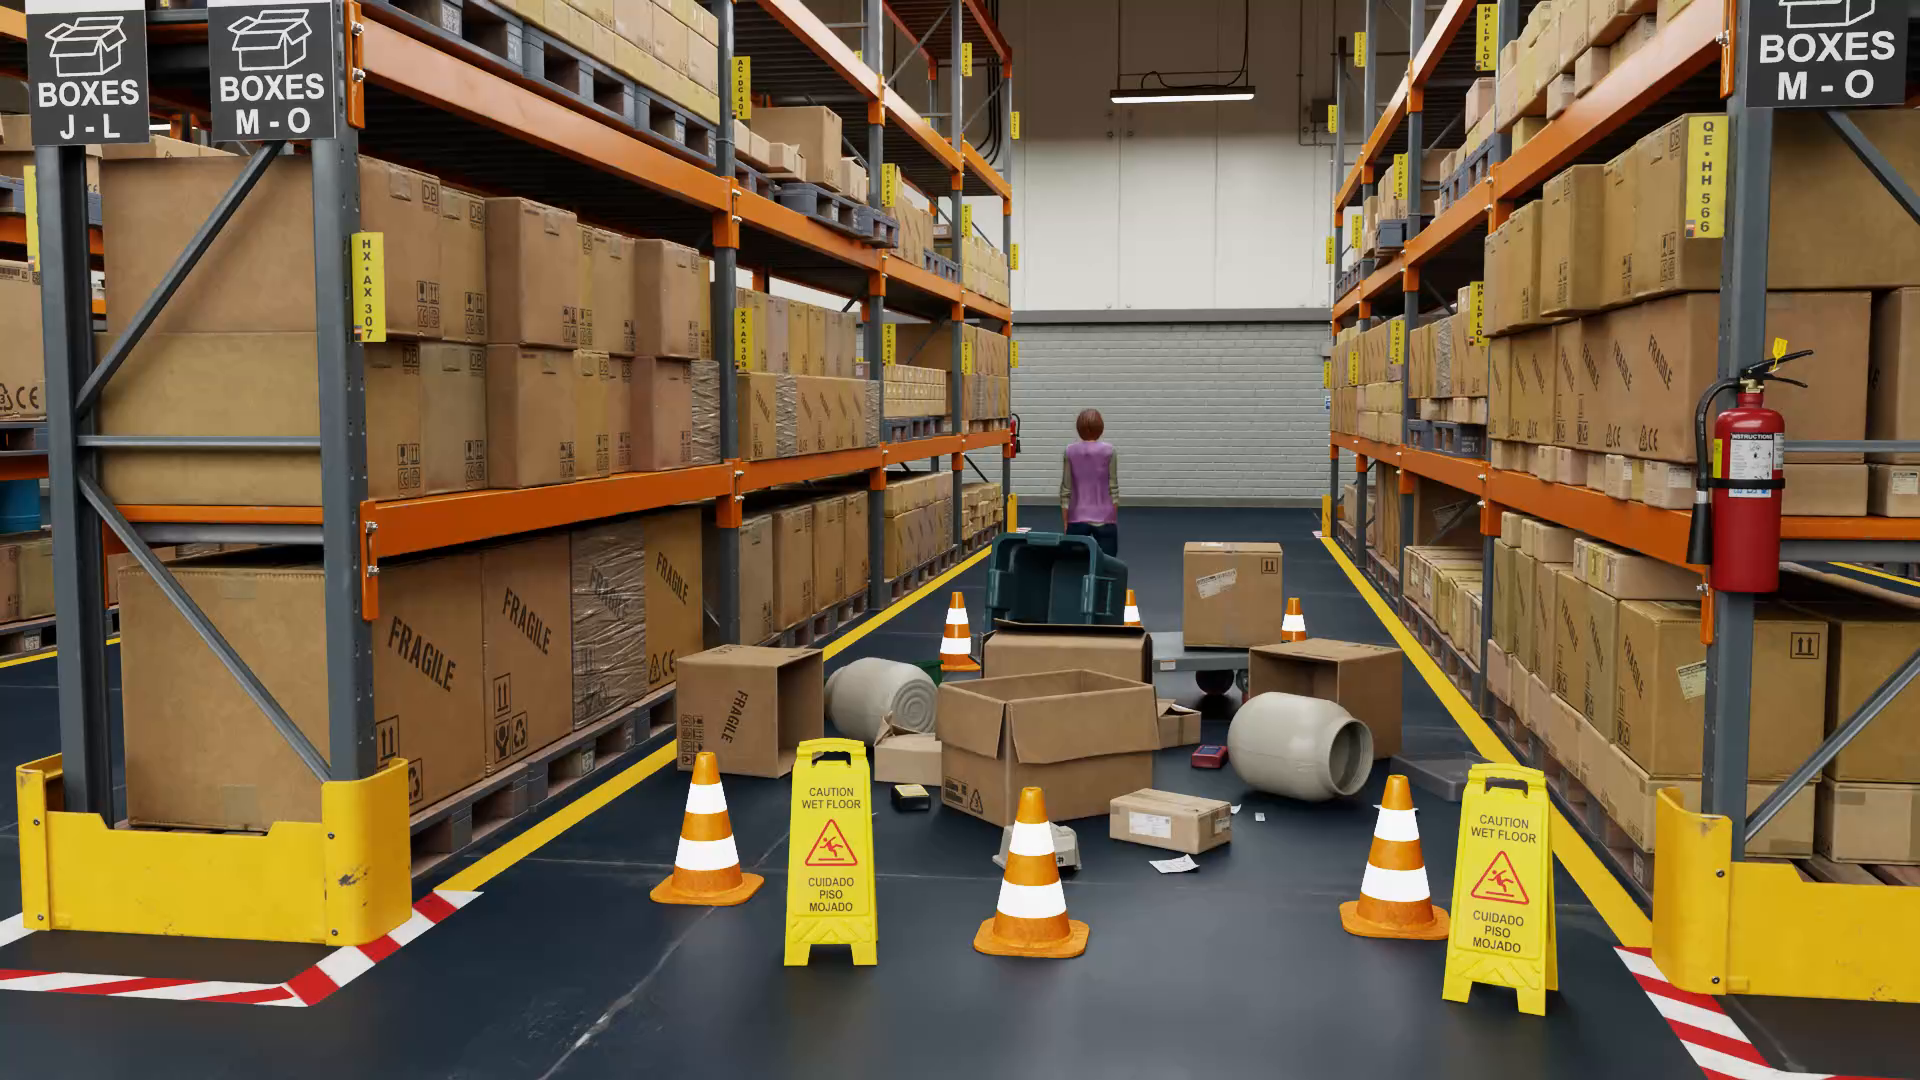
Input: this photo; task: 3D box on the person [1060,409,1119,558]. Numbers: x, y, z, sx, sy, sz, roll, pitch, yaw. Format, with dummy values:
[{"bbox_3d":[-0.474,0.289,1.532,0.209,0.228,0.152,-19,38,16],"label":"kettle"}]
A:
[{"bbox_3d":[0.885,-0.101,11.416,0.407,1.594,0.301,1,5,10],"label":"person"}]
